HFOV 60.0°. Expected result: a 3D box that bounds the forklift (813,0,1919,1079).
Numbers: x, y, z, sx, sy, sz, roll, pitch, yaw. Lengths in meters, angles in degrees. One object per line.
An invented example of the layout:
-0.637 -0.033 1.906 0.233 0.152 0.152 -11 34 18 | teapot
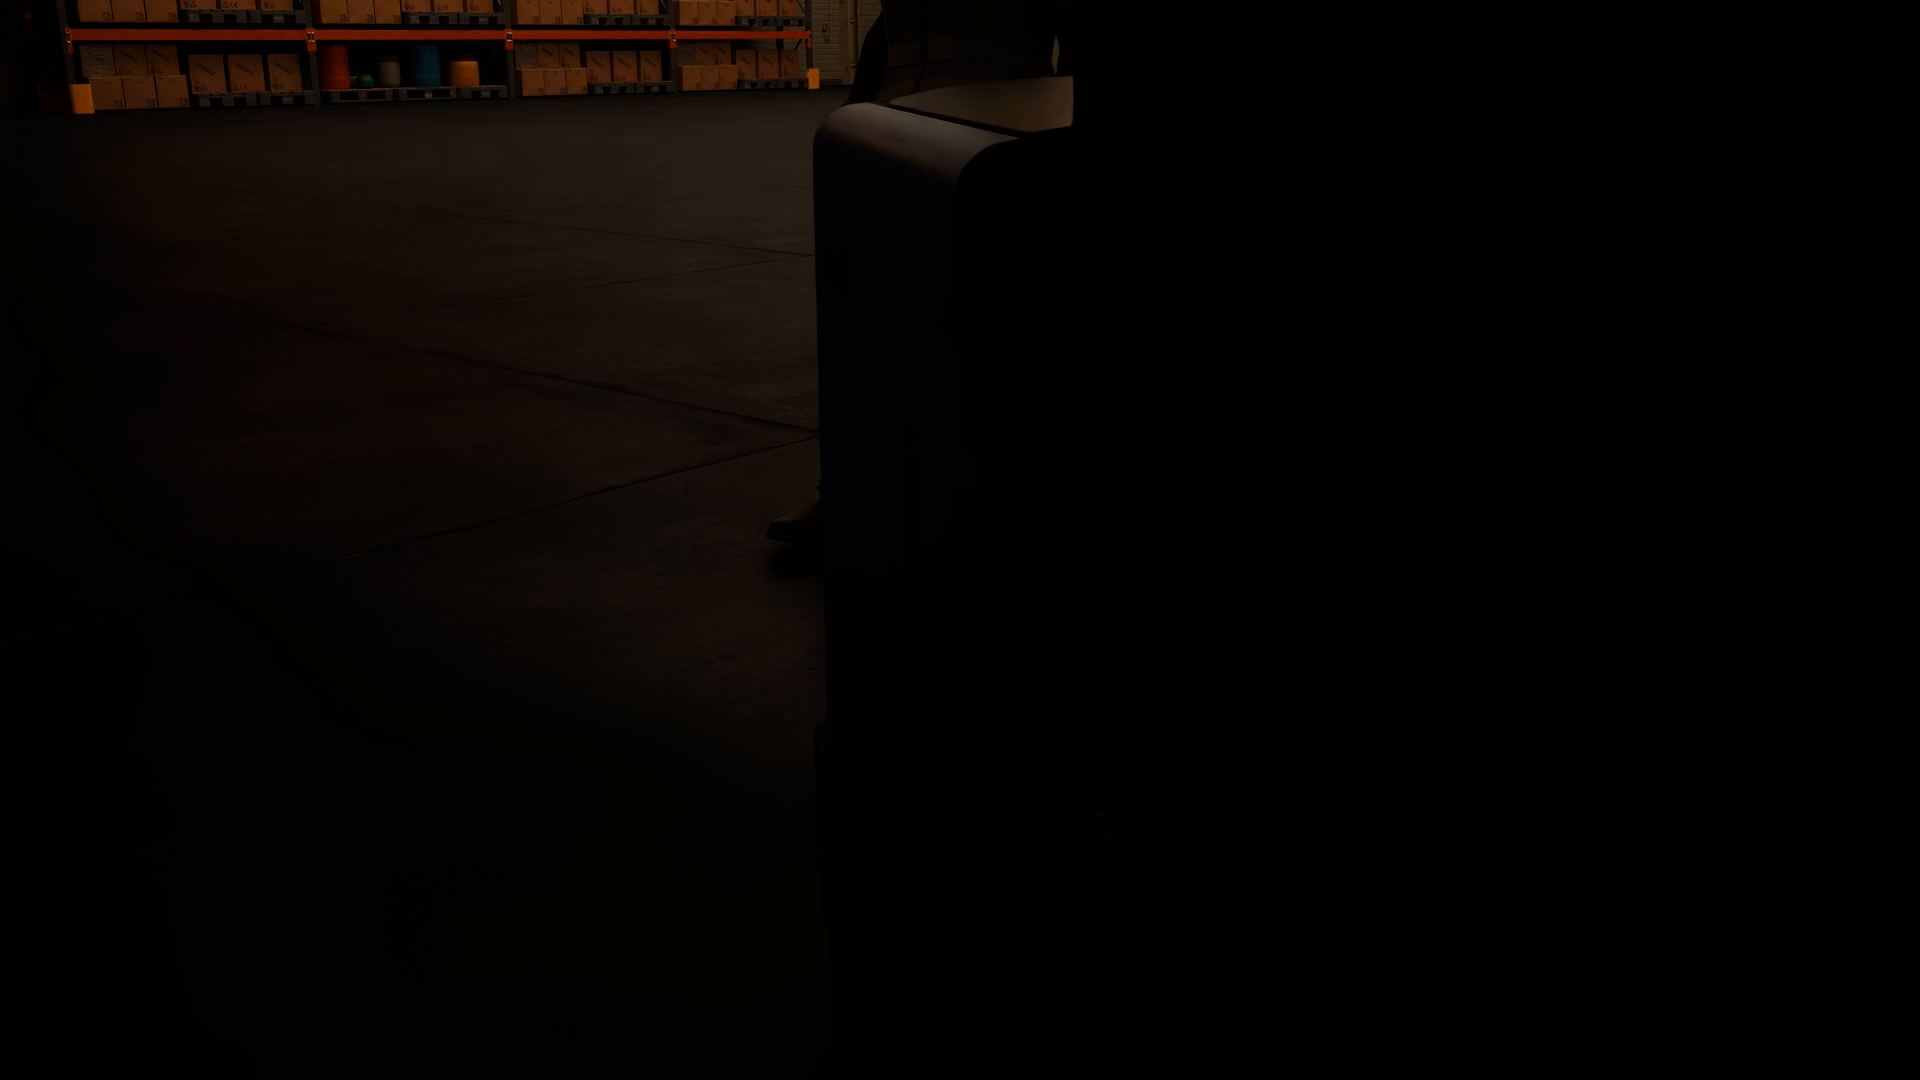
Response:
0.651 -0.497 0.533 1.130 2.935 3.031 -4 17 -13 | forklift

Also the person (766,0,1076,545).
-0.052 -0.845 3.633 0.656 1.781 0.577 13 21 37 | person
